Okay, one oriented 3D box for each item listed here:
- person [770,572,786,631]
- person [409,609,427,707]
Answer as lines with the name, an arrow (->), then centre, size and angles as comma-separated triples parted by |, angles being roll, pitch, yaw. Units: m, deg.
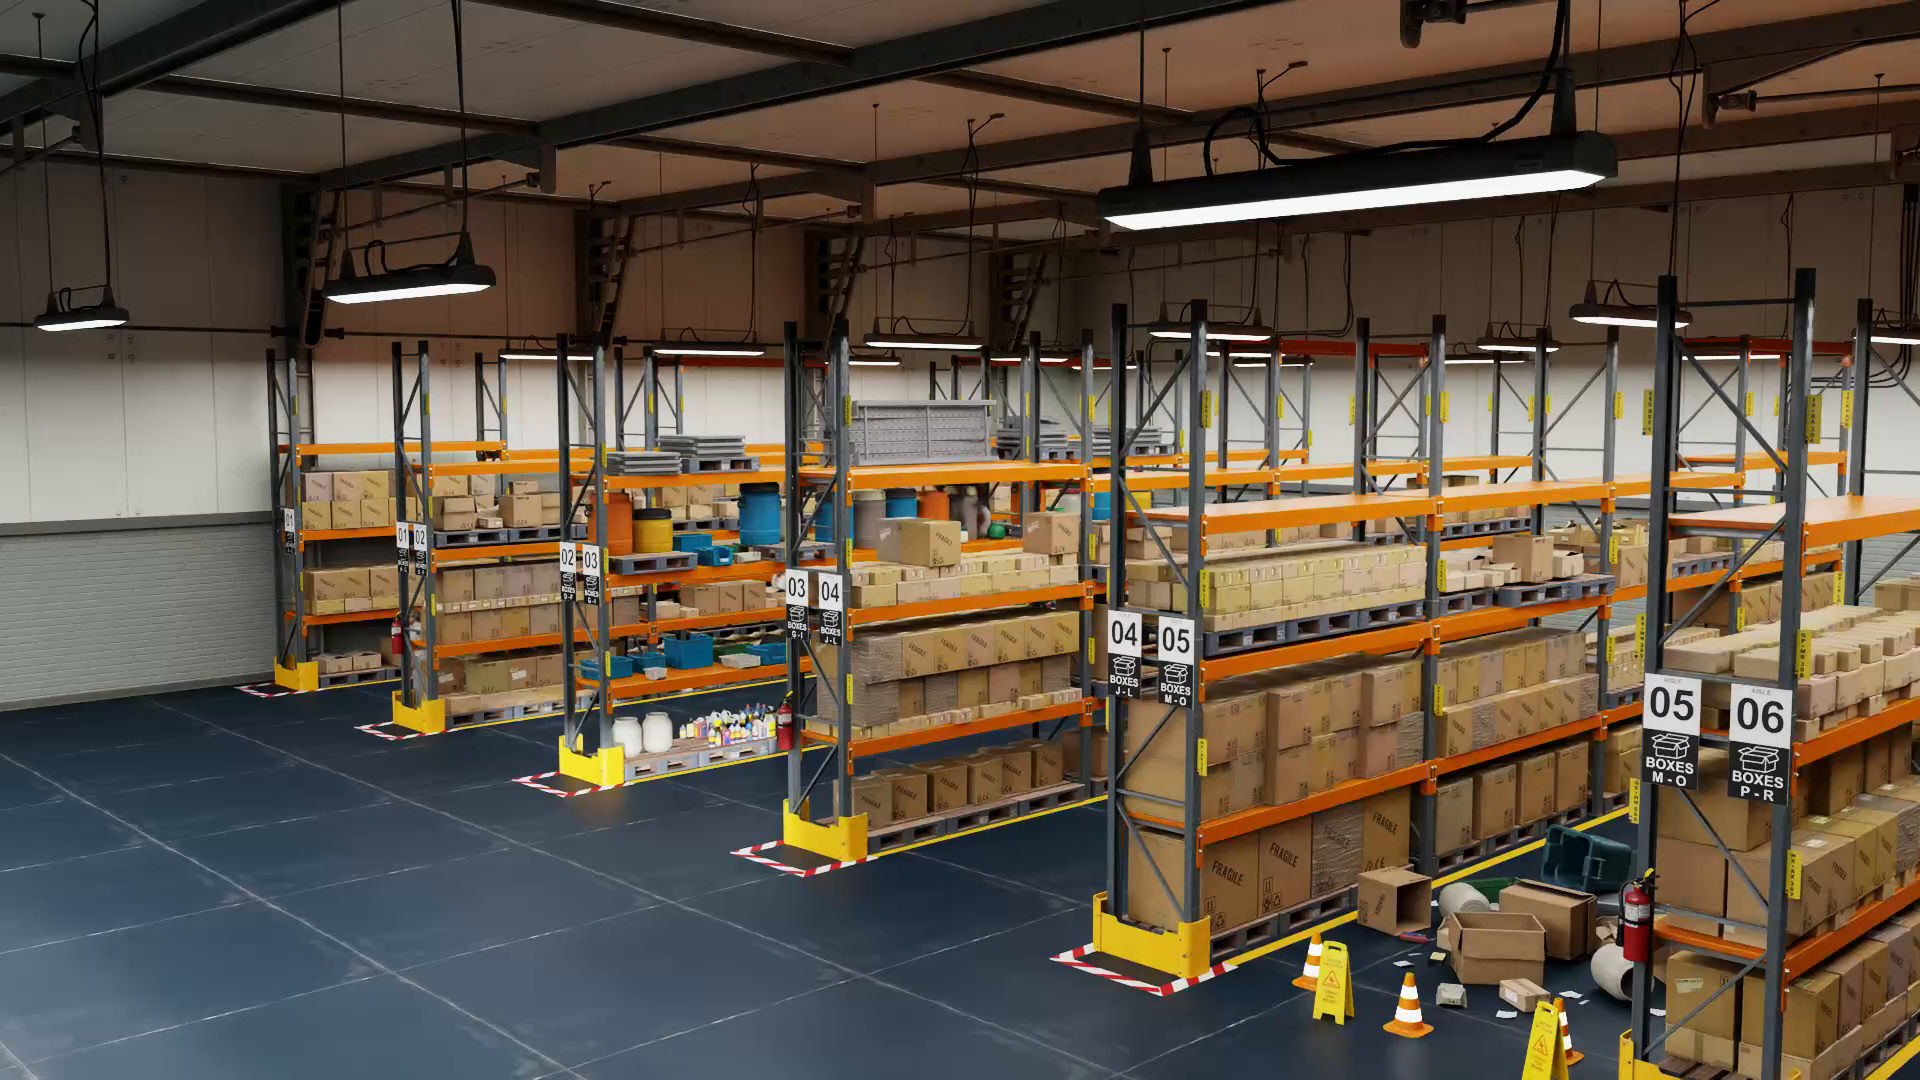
person -> -3.755, 1.290, 34.773 | 0.661, 1.731, 0.694 | -5, 7, -43
person -> -8.985, 1.937, 27.685 | 0.604, 1.667, 0.917 | 3, 6, 31
